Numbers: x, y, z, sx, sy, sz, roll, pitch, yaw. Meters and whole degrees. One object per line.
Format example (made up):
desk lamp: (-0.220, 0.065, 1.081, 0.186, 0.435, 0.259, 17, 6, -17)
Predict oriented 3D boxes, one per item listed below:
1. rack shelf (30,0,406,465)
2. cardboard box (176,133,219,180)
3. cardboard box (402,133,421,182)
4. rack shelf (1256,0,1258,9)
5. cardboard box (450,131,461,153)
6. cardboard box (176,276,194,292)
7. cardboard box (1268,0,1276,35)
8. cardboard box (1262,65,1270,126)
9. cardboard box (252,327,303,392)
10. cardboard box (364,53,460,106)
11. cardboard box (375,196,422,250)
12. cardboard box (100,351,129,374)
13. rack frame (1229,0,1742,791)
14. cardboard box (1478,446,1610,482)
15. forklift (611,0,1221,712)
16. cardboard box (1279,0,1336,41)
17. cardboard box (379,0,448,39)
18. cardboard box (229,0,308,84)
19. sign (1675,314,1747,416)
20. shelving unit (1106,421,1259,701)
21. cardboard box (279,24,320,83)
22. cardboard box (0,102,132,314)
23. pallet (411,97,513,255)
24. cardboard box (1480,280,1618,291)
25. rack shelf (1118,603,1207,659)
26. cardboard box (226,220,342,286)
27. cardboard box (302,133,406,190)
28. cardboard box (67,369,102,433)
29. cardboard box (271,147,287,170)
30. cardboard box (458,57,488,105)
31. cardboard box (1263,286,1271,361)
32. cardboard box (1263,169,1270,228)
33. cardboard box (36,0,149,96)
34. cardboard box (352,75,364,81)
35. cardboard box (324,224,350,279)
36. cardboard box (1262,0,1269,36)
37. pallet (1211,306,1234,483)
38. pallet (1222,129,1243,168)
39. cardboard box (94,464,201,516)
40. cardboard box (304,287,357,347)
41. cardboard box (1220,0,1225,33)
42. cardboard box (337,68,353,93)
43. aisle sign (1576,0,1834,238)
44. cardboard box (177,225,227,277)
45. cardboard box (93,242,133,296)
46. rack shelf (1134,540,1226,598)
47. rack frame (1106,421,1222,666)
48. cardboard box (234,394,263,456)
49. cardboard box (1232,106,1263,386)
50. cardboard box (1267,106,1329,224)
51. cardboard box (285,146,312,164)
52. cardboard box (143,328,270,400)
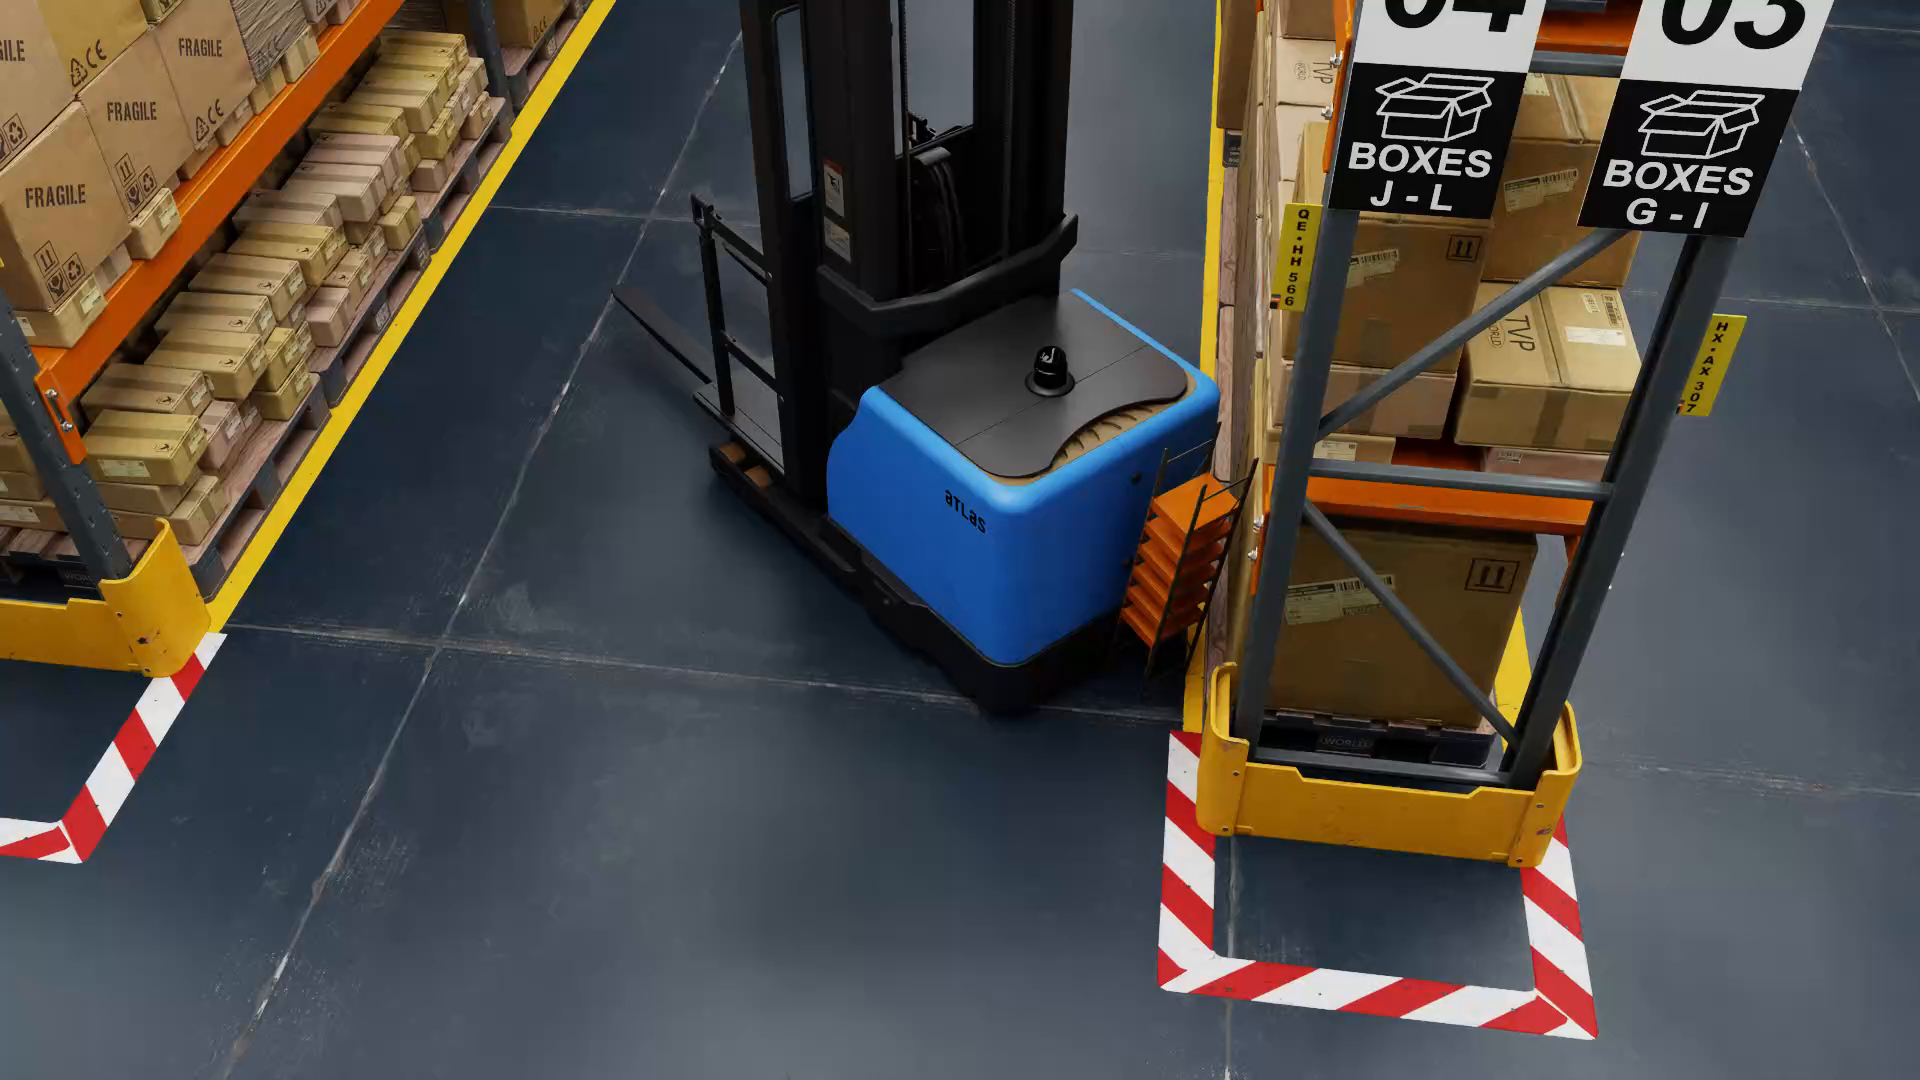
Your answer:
rack shelf: (-3.227, -1.789, 6.981, 1.077, 0.370, 4.000, 5, 44, 6)
cardboard box: (-3.084, -1.514, 6.350, 0.380, 0.149, 0.250, 5, 44, 5)
cardboard box: (-2.861, -1.863, 8.088, 0.380, 0.149, 0.250, 6, 44, 6)
rack shelf: (2.205, -3.995, 9.311, 1.077, 0.370, 4.000, 5, 44, 6)
cardboard box: (-2.794, -2.063, 8.515, 0.380, 0.149, 0.250, 6, 44, 7)
cardboard box: (-3.529, -1.179, 7.366, 0.380, 0.149, 0.250, 7, 44, 8)
cardboard box: (1.548, -2.312, 6.903, 0.500, 0.250, 0.500, 5, 44, 5)
cardboard box: (1.401, -1.747, 6.597, 0.380, 0.149, 0.250, 6, 44, 6)
cardboard box: (-2.989, -0.767, 6.931, 0.380, 0.149, 0.250, 7, 44, 7)
cardboard box: (-2.746, -2.303, 8.336, 0.380, 0.149, 0.250, 6, 44, 6)
cardboard box: (-2.813, -1.527, 7.949, 0.380, 0.149, 0.250, 5, 44, 5)
cardboard box: (-3.637, -0.652, 6.809, 0.380, 0.149, 0.250, 4, 44, 4)
rack frame: (1.412, -0.167, 4.745, 1.000, 3.000, 0.127, 5, 44, 6)
cardboard box: (1.786, -0.288, 5.055, 0.380, 0.149, 0.250, 6, 44, 6)
forklift: (-0.394, -1.398, 6.095, 1.130, 2.935, 3.031, -29, 51, -27)
cardboard box: (1.487, -2.226, 6.267, 0.500, 0.500, 0.500, 4, 44, 4)
cardboard box: (-3.114, -3.185, 9.445, 0.500, 0.500, 0.500, 4, 44, 5)
cardboard box: (-2.974, -2.160, 6.560, 0.500, 0.500, 0.500, 4, 44, 4)
sign: (1.961, -0.456, 4.363, 0.100, 0.325, 0.005, 5, 44, 6)
shelving unit: (0.751, 0.103, 5.757, 0.258, 1.200, 0.189, -26, 58, -25)
cardboard box: (-2.903, -2.034, 6.899, 0.380, 0.149, 0.250, 6, 44, 6)
cardboard box: (-3.158, -1.112, 5.454, 0.500, 0.500, 0.500, 7, 44, 7)
pallet: (-3.016, -1.940, 8.645, 1.003, 0.211, 1.213, 5, 44, 6)
cardboard box: (1.805, -0.878, 5.389, 0.500, 0.250, 0.500, 5, 44, 5)
rack shelf: (0.726, 0.283, 5.976, 0.258, 0.103, 0.180, -26, 58, -25)
cardboard box: (-2.931, -1.245, 7.219, 0.380, 0.149, 0.250, 6, 44, 6)
cardboard box: (-2.828, -1.770, 7.773, 0.380, 0.149, 0.250, 3, 44, 3)
cardboard box: (-3.582, -0.570, 6.506, 0.380, 0.149, 0.250, 6, 44, 6)
cardboard box: (-3.419, -1.826, 7.832, 0.380, 0.149, 0.250, 6, 44, 6)
cardboard box: (-2.689, -2.395, 8.649, 0.380, 0.149, 0.250, 6, 44, 6)
cardboard box: (1.200, -0.698, 5.488, 0.380, 0.149, 0.250, 5, 44, 6)
cardboard box: (1.300, -1.222, 6.041, 0.380, 0.149, 0.250, 5, 44, 6)
cardboard box: (-3.108, -1.821, 5.475, 0.500, 0.500, 0.500, 6, 44, 7)
cardboard box: (-3.327, -2.420, 8.676, 0.380, 0.149, 0.250, 7, 44, 7)
cardboard box: (-3.008, -1.329, 7.523, 0.380, 0.149, 0.250, 7, 44, 7)
cardboard box: (1.503, -2.272, 7.151, 0.380, 0.149, 0.250, 7, 44, 7)
pallet: (1.604, -0.536, 7.163, 1.003, 0.211, 1.213, 5, 44, 6)
pallet: (1.968, -2.414, 9.146, 1.003, 0.211, 1.213, 5, 44, 6)
cardboard box: (-3.167, -0.246, 6.380, 0.380, 0.149, 0.250, 7, 44, 7)
cardboard box: (-2.924, -0.997, 7.389, 0.380, 0.149, 0.250, 3, 44, 3)
cardboard box: (2.123, -3.321, 9.316, 1.225, 0.875, 0.875, 4, 44, 4)
cardboard box: (-3.308, -2.348, 8.384, 0.380, 0.149, 0.250, 7, 44, 8)
aisle sign: (1.700, -1.035, 3.771, 0.394, 0.787, 0.004, 5, 44, 6)
cardboard box: (-3.452, -1.287, 7.263, 0.380, 0.149, 0.250, 4, 44, 4)
cardboard box: (-3.131, -0.964, 5.769, 0.380, 0.149, 0.250, 7, 44, 7)
rack shelf: (0.757, 0.055, 5.699, 0.258, 0.103, 0.180, -26, 58, -25)
rack frame: (0.698, 0.042, 5.801, 0.240, 1.200, 0.006, -26, 58, -25)
cardboard box: (-3.125, -0.488, 6.852, 0.380, 0.149, 0.250, 6, 44, 6)
cardboard box: (1.655, -1.219, 7.095, 0.875, 0.875, 0.875, 5, 44, 6)
cardboard box: (1.348, -1.268, 5.800, 0.500, 0.250, 0.500, 4, 44, 4)
cardboard box: (-3.307, -1.887, 8.113, 0.380, 0.149, 0.250, 3, 44, 3)
cardboard box: (-3.008, -0.705, 6.649, 0.380, 0.149, 0.250, 5, 44, 5)
